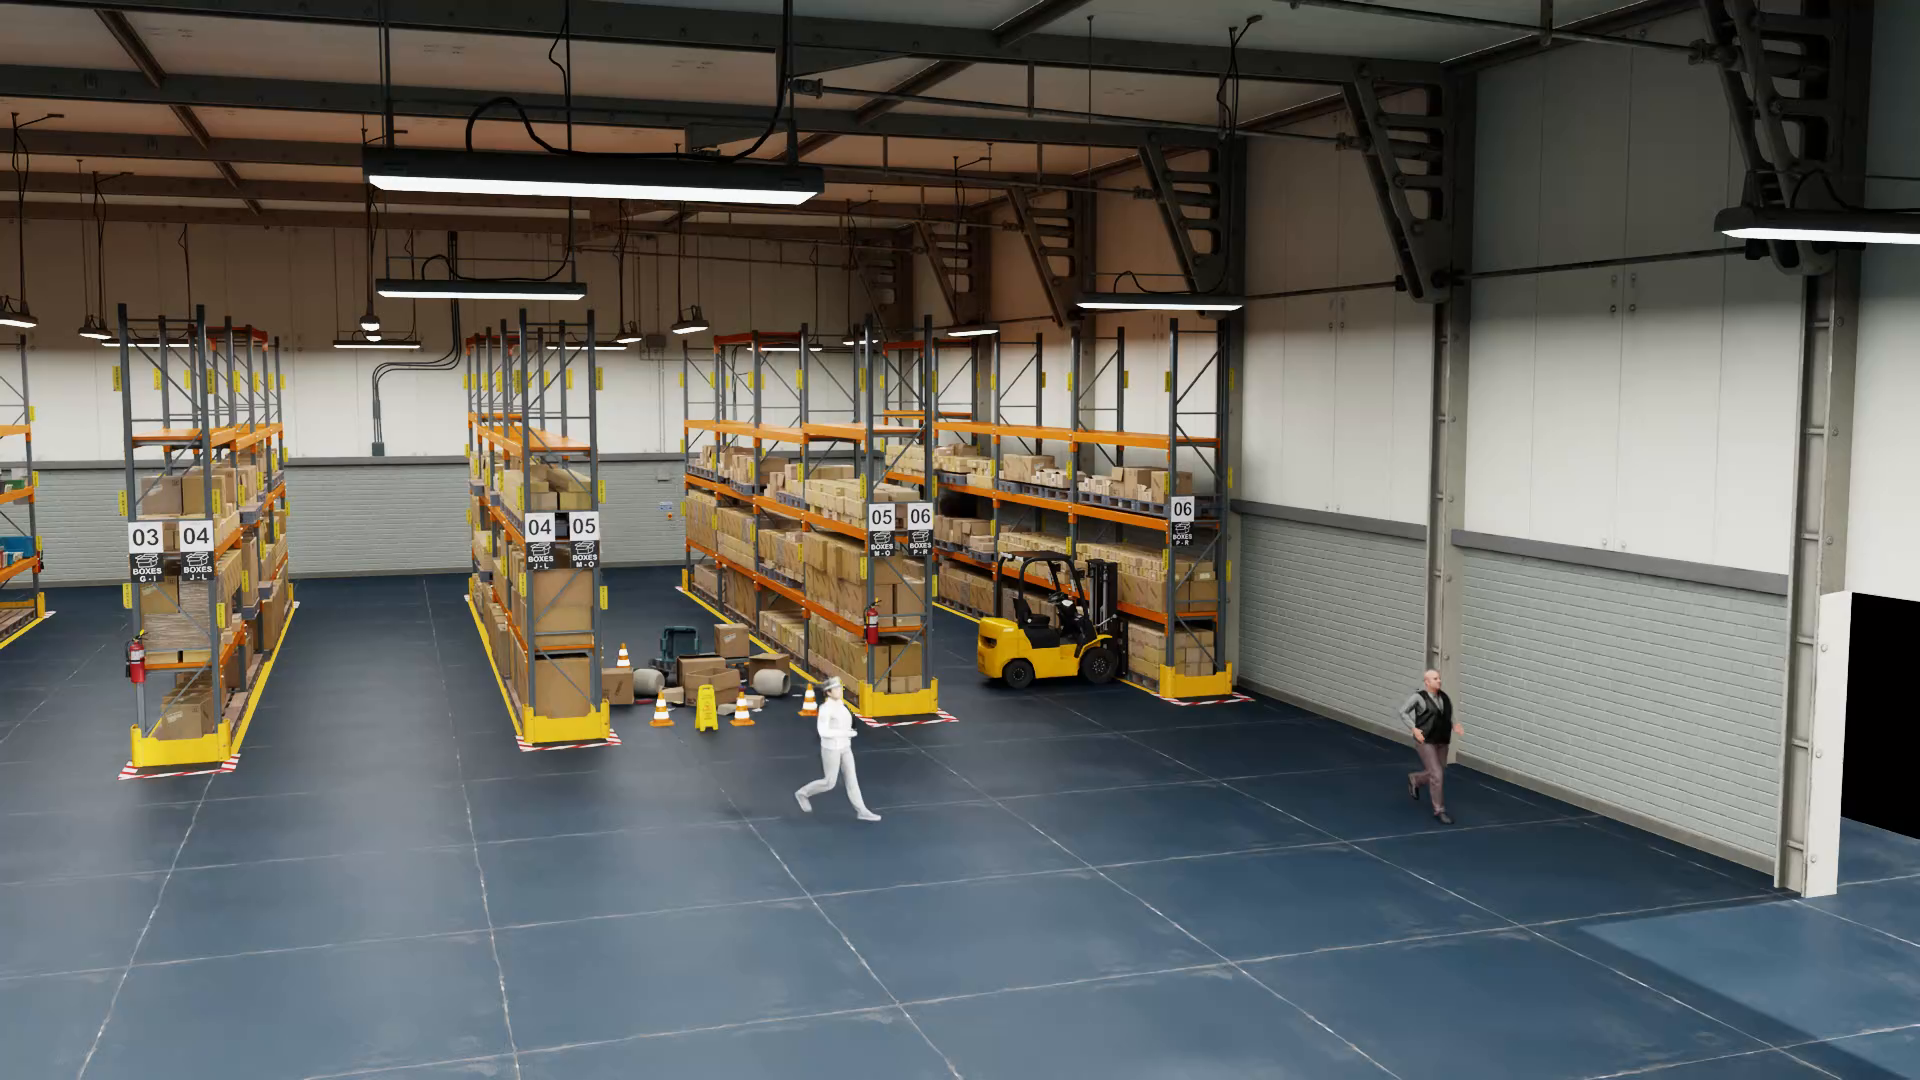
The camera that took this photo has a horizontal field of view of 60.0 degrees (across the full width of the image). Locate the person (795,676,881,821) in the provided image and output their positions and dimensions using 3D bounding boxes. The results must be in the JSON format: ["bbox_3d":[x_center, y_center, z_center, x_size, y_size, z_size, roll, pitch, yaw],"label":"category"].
[{"bbox_3d":[-1.376,2.349,18.851,1.046,1.636,0.626,3,6,26],"label":"person"}]

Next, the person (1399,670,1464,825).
[{"bbox_3d":[5.411,2.349,19.158,0.662,1.721,0.880,-3,6,-26],"label":"person"}]
